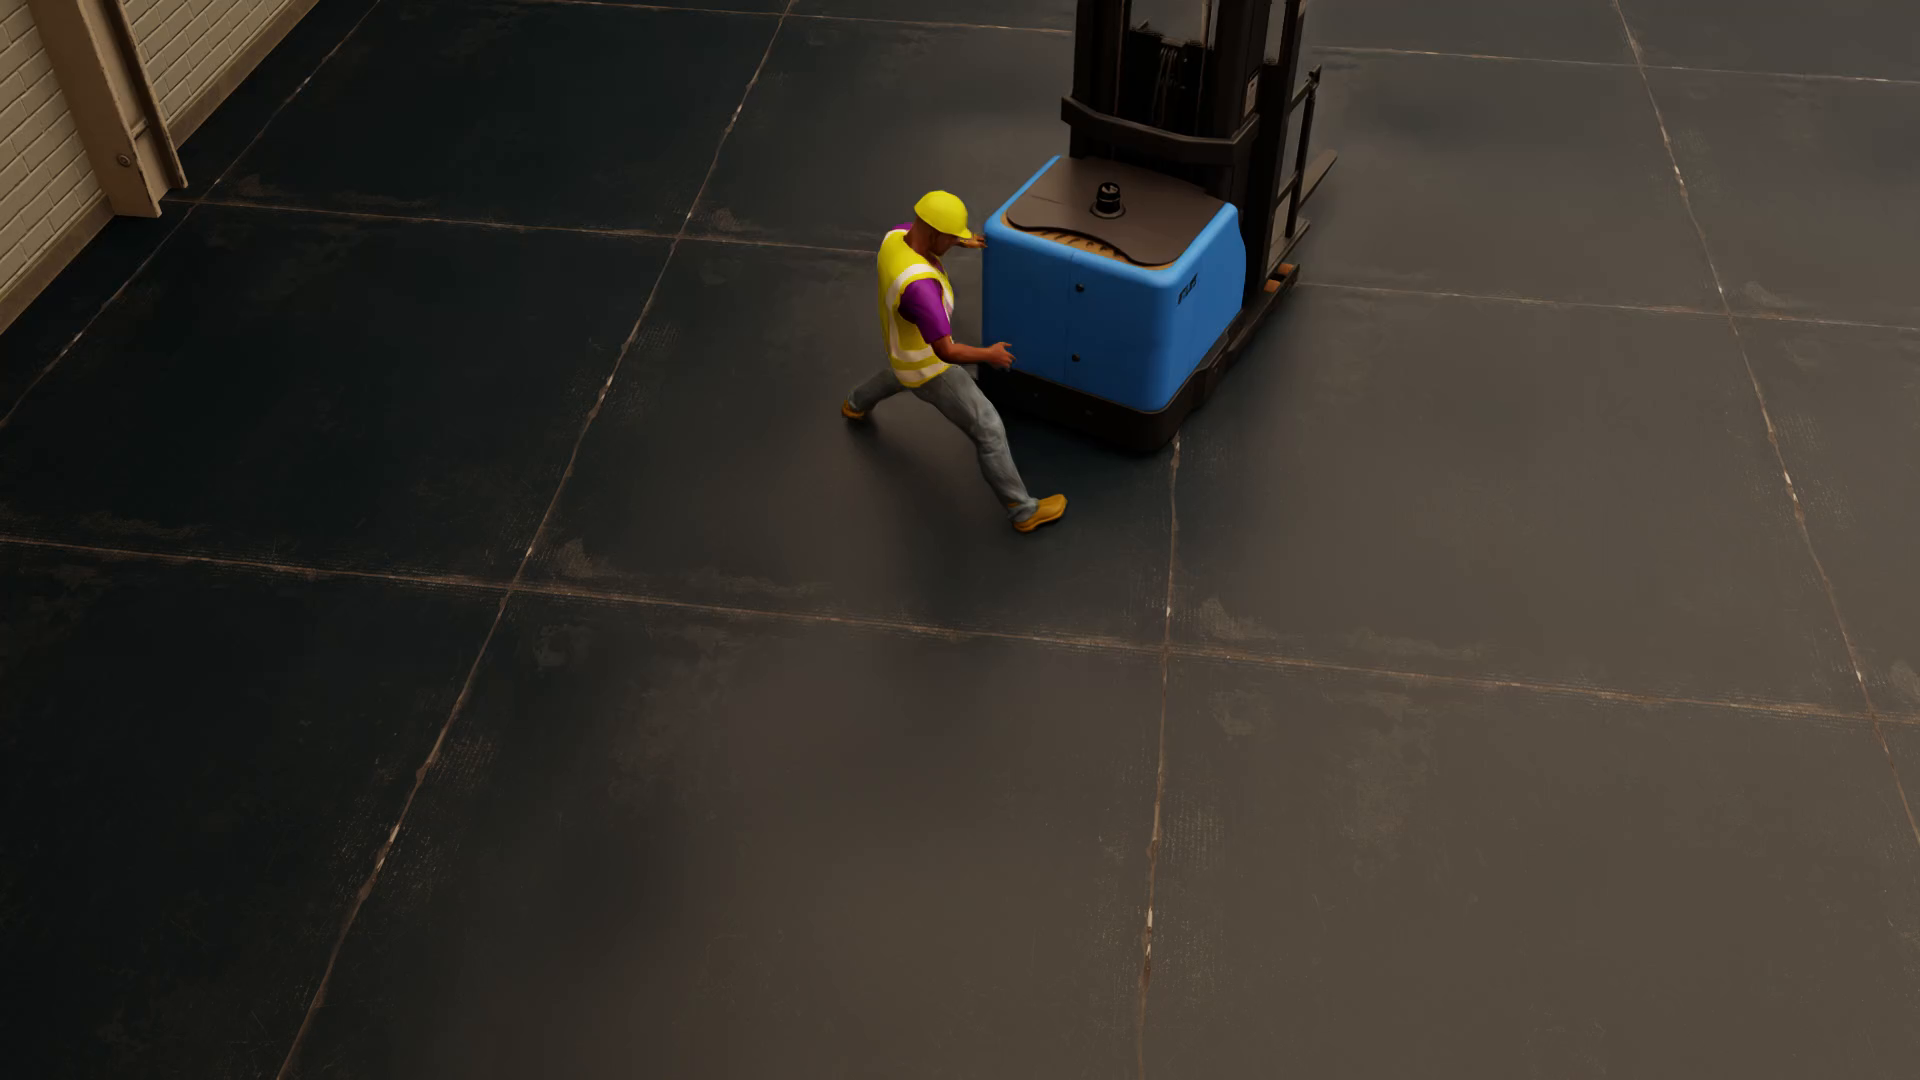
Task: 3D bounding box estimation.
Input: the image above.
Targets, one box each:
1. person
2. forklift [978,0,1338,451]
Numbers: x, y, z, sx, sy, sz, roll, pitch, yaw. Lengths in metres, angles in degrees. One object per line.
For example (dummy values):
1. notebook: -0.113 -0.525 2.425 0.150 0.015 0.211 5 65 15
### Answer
1. person: -0.052 -0.978 7.799 0.935 1.562 1.258 -9 43 -10
2. forklift: 1.261 -2.506 8.453 1.130 2.935 3.031 21 47 21
